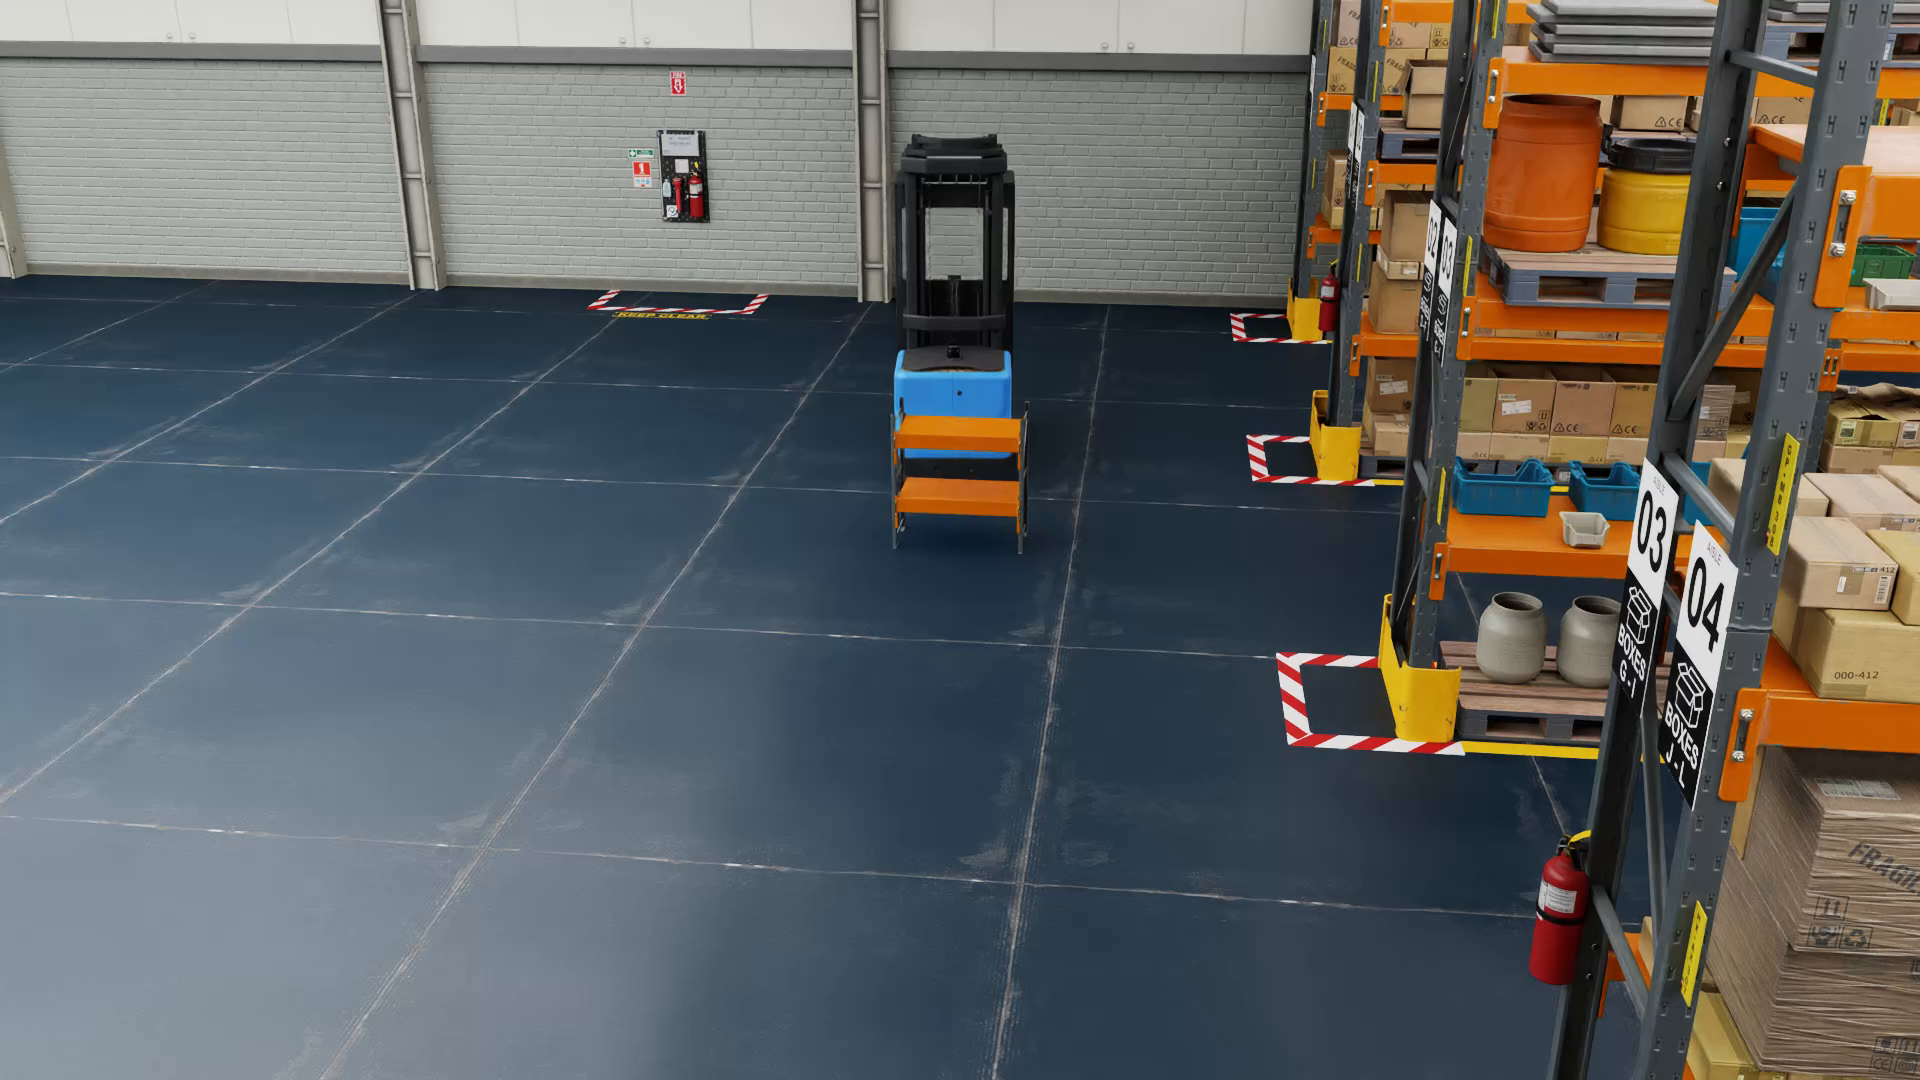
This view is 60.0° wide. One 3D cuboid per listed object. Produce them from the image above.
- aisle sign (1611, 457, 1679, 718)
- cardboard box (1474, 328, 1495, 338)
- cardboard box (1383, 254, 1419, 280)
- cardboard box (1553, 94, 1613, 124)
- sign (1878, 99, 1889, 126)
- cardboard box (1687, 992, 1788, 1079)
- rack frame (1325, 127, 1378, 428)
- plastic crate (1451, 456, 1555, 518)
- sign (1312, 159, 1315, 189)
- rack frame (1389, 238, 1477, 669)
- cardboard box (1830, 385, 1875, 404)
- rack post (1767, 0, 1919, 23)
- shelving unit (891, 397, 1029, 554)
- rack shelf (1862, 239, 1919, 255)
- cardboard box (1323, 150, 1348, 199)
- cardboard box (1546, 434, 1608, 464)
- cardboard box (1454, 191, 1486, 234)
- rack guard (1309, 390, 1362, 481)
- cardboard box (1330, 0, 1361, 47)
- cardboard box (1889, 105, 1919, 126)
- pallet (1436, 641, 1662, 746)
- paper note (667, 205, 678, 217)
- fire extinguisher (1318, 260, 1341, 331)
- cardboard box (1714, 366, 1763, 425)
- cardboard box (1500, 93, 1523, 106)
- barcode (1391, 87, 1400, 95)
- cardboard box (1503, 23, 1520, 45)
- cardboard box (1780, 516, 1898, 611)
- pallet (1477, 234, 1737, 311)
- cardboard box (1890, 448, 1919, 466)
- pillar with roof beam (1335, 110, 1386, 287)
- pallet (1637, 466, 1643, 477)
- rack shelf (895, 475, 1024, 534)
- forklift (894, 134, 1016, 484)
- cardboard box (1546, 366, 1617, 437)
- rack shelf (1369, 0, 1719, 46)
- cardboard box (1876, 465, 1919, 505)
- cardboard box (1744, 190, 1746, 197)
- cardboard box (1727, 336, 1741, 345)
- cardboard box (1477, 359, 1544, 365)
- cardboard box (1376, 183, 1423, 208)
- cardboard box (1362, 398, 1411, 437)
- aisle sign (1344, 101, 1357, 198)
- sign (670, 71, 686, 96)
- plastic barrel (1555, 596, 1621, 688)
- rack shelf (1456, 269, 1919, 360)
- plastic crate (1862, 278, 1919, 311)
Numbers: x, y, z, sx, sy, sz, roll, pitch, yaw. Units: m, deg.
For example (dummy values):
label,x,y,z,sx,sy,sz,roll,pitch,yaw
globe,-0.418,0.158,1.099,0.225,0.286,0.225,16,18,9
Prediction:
label,x,y,z,sx,sy,sz,roll,pitch,yaw
aisle sign,2.295,0.157,5.587,0.004,0.787,0.394,2,22,6
cardboard box,4.475,-2.139,14.795,0.500,0.500,0.700,3,22,8
cardboard box,3.855,-2.391,14.550,0.250,0.149,0.380,2,22,6
cardboard box,5.108,-3.669,13.822,0.500,0.500,0.500,2,22,6
sign,7.399,-3.435,13.318,0.005,0.325,0.100,2,22,6
cardboard box,2.576,1.694,5.576,0.250,0.149,0.380,2,22,6
rack frame,3.491,-2.139,14.929,0.127,3.000,1.000,2,22,6
plastic crate,3.436,-0.349,10.604,0.616,0.251,0.499,2,22,6
sign,4.006,-4.152,18.844,0.005,0.325,0.100,2,22,6
rack frame,2.904,-0.330,10.355,0.127,3.000,1.000,2,22,6
cardboard box,7.899,-1.230,15.037,0.500,0.311,0.500,2,22,6
rack post,4.832,-3.013,9.083,0.954,0.300,0.937,2,22,5
shelving unit,0.007,-0.523,13.392,1.048,1.125,0.538,2,22,6
rack shelf,10.028,-3.353,18.980,4.000,0.370,1.077,2,22,6
cardboard box,4.563,-4.293,19.535,0.500,0.500,0.500,2,22,6
cardboard box,5.486,-0.885,14.928,0.500,0.250,0.500,2,22,6
cardboard box,4.528,-2.741,14.551,0.500,0.500,0.700,2,22,5
rack guard,3.467,-0.977,15.392,0.348,0.500,1.175,2,22,6
cardboard box,4.424,-5.758,18.481,0.500,0.500,0.500,1,22,2
cardboard box,8.074,-3.456,13.814,0.500,0.250,0.500,5,22,12
pallet,3.791,0.990,10.809,1.213,0.211,1.003,2,22,6
paper note,-3.709,-4.237,21.434,0.142,0.148,0.016,2,22,6
fire extinguisher,3.428,-2.277,15.386,0.183,0.674,0.296,2,22,6
cardboard box,7.039,-1.365,15.122,0.500,0.500,0.500,2,22,6
cardboard box,4.665,-3.771,14.420,0.500,0.250,0.500,2,22,6
barcode,3.847,-3.967,14.684,0.075,0.075,0.001,2,22,6
cardboard box,6.058,-5.866,18.755,0.500,0.500,0.500,2,22,6
cardboard box,2.567,0.064,4.940,0.250,0.149,0.380,2,22,6
pallet,3.714,-1.566,9.658,1.213,0.211,1.003,2,22,6
cardboard box,8.342,-0.752,14.590,0.500,0.250,0.500,3,22,8
pillar with roof beam,4.360,-5.451,15.148,0.400,9.000,9.100,2,22,6
pallet,6.678,-0.719,15.130,1.213,0.211,1.003,2,22,6
rack shelf,0.007,-0.295,13.482,1.000,0.278,0.538,2,22,6
forklift,-0.043,-2.342,15.538,1.130,2.935,3.031,0,22,1
cardboard box,5.486,-1.234,14.789,0.500,0.500,0.500,2,22,6
rack shelf,5.477,-4.321,13.813,4.000,0.370,1.077,2,22,6
cardboard box,3.163,-0.109,5.376,0.250,0.149,0.380,2,22,4
cardboard box,8.544,-3.991,18.880,0.500,0.500,0.700,3,22,6
cardboard box,6.497,-2.049,14.568,0.500,0.500,0.700,2,22,6
cardboard box,5.053,-1.452,15.340,0.500,0.500,0.500,2,22,6
cardboard box,4.998,-4.080,18.997,0.500,0.500,0.500,3,22,6
cardboard box,4.058,-1.140,15.572,0.500,0.250,0.500,2,22,6
aisle sign,3.460,-3.458,14.730,0.004,0.787,0.394,2,22,6
sign,-3.537,-5.728,20.856,0.199,0.298,0.001,2,22,6
plastic barrel,4.064,0.654,10.679,0.421,0.512,0.421,0,22,0
rack shelf,4.890,-1.304,9.717,4.000,0.370,1.077,2,22,6
plastic crate,5.235,-1.351,9.217,0.396,0.136,0.243,2,22,6
